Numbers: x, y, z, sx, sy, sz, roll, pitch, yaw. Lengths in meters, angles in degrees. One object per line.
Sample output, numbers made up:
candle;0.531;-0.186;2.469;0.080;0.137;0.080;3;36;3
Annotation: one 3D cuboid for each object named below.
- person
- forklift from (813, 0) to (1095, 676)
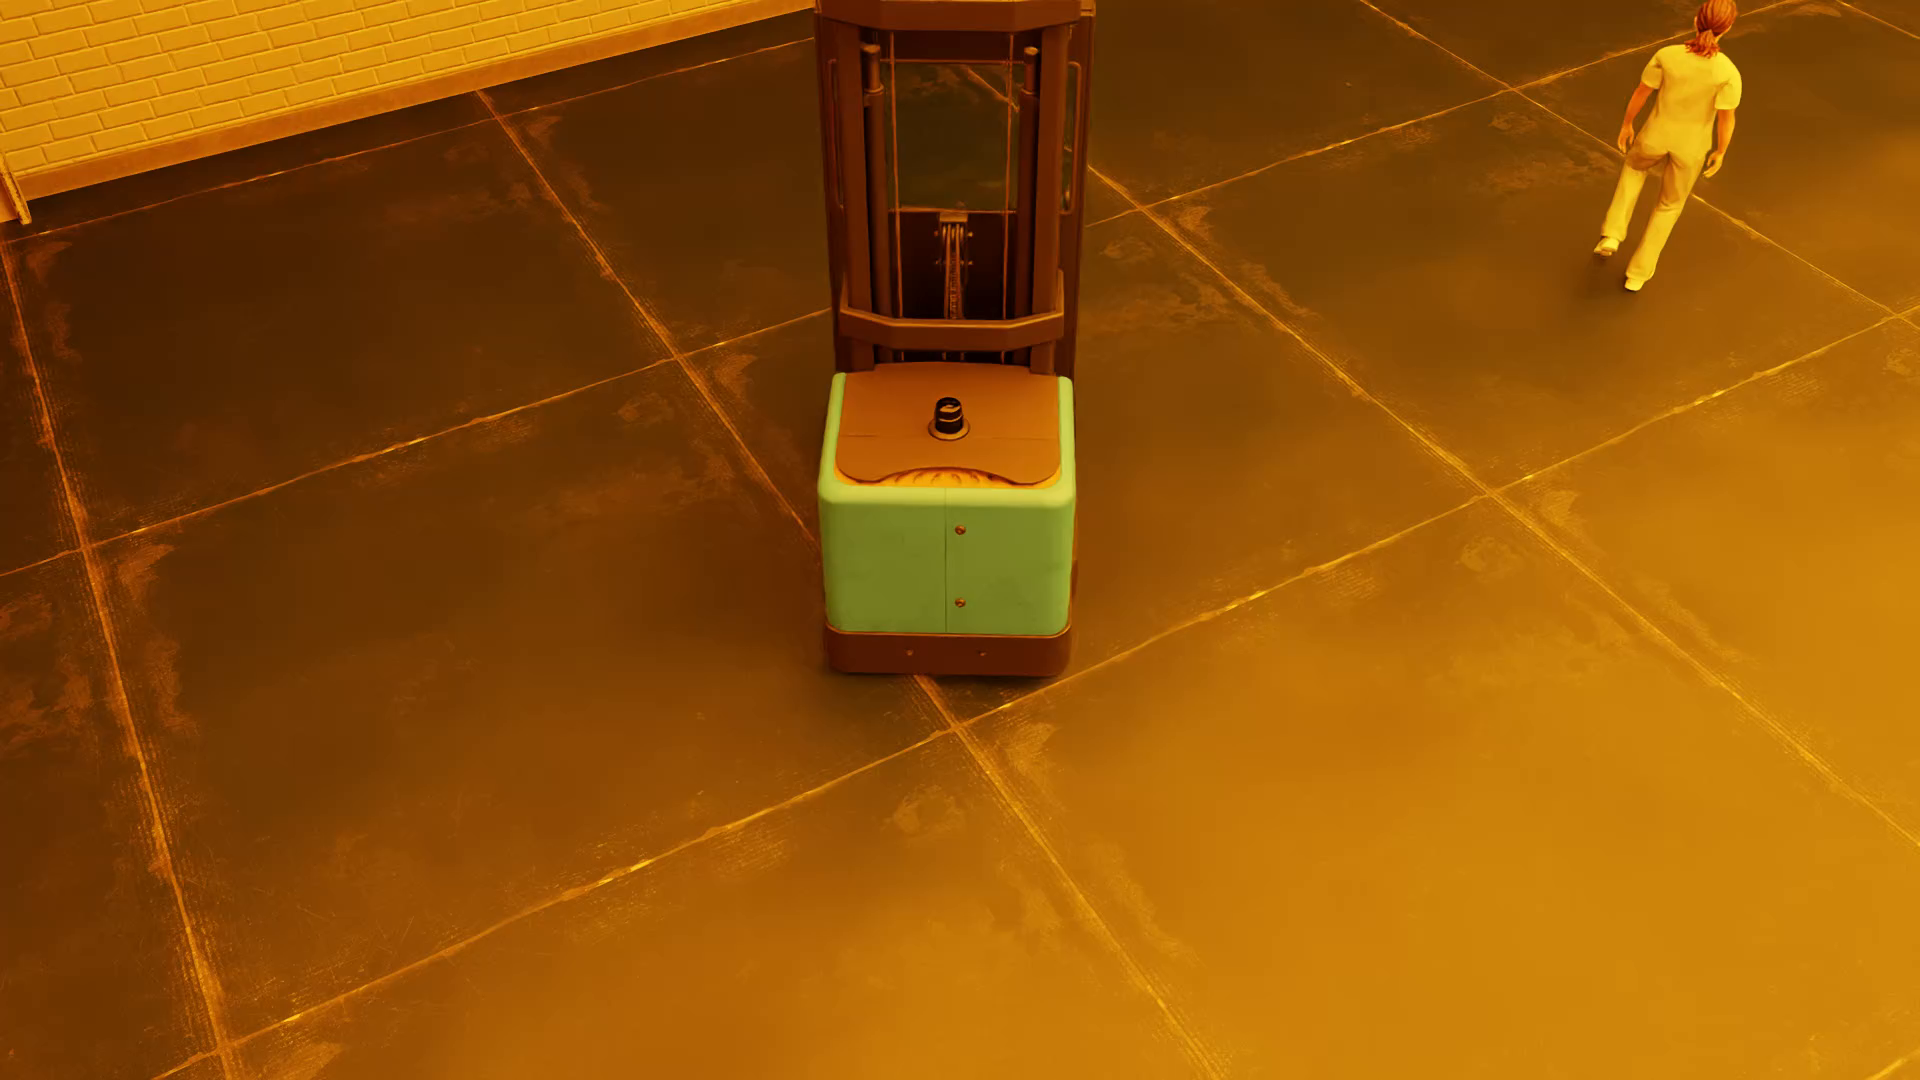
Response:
person;3.853;-2.155;8.971;0.549;1.667;0.476;23;48;23
forklift;-0.015;-1.475;7.288;1.130;2.935;3.031;1;43;1
